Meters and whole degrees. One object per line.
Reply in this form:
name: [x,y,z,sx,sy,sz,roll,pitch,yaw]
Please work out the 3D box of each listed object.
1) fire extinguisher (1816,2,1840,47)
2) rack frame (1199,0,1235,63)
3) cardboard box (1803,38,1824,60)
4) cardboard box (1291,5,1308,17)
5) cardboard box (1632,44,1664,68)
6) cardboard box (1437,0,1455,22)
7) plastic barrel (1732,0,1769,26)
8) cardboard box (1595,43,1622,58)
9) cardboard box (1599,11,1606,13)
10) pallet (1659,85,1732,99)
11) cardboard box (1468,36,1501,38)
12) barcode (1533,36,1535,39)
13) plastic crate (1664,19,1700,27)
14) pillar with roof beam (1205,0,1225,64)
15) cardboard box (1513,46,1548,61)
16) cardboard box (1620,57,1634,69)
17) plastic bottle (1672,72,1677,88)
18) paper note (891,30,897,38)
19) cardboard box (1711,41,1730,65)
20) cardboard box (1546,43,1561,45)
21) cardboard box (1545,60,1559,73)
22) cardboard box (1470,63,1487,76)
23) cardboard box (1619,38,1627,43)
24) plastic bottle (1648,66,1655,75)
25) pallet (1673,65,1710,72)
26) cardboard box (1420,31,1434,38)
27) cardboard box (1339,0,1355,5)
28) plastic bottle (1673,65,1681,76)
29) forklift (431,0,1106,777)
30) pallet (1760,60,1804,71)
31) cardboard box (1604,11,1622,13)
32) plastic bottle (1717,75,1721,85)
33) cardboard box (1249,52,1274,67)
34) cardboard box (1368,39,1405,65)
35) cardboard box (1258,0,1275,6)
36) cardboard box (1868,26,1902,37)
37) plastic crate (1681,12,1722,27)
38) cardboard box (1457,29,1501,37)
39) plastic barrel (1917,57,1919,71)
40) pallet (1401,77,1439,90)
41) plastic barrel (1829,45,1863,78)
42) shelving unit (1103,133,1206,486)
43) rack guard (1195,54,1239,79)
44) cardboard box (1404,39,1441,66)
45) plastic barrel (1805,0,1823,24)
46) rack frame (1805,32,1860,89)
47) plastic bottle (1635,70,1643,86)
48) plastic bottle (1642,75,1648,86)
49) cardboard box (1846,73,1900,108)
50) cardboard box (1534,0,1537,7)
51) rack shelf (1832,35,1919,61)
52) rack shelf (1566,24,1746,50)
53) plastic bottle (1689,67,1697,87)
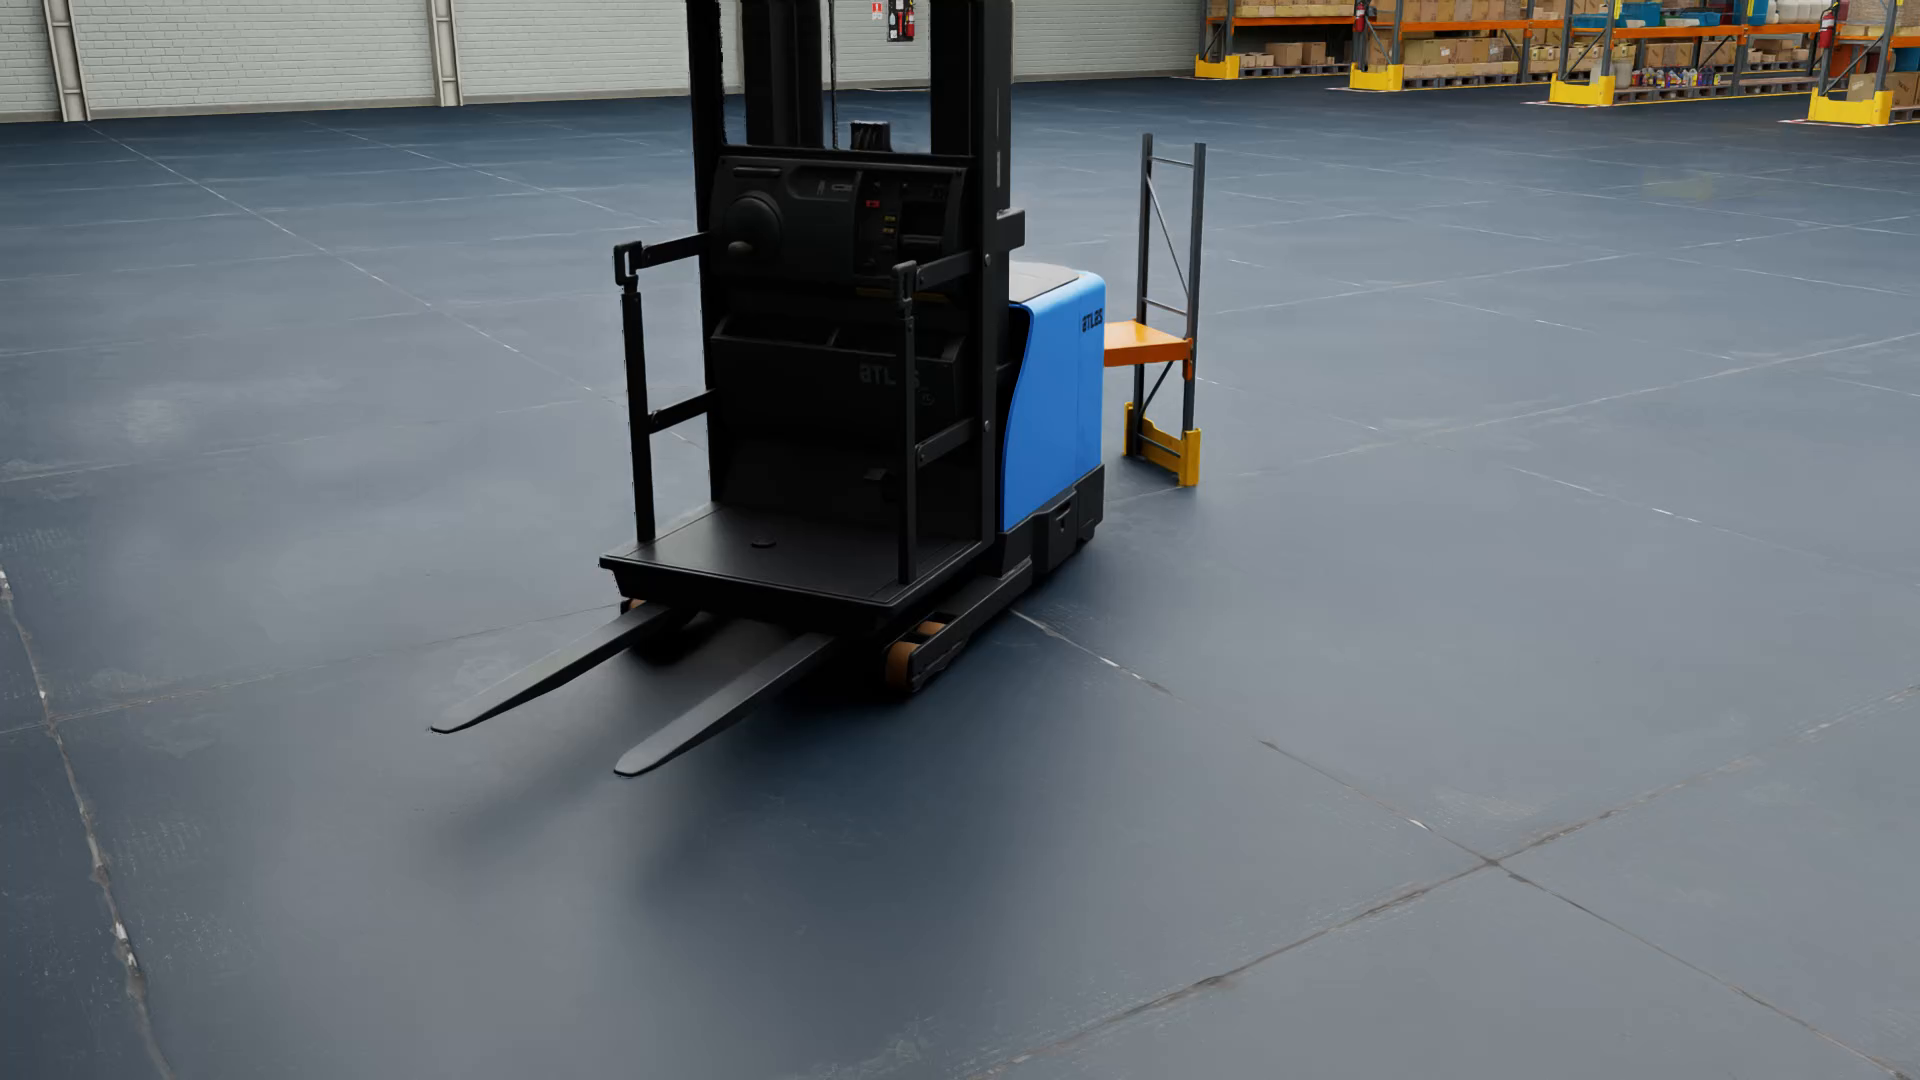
fire extinguisher: [13.632,-8.092,26.119,0.183,0.674,0.296,-12,22,-31]
rack frame: [5.808,-12.001,37.559,0.127,3.000,1.000,-12,22,-31]
cardboard box: [21.580,-12.357,41.829,0.500,0.500,0.500,-12,22,-31]
cardboard box: [7.668,-12.212,38.387,0.500,0.250,0.500,-12,22,-31]
cardboard box: [15.754,-11.114,38.150,0.500,0.500,0.500,-11,22,-29]
cardboard box: [9.786,-10.982,34.390,0.500,0.500,0.700,-12,22,-31]
plastic barrel: [15.087,-10.280,31.686,0.708,0.901,0.600,-12,22,-31]
cardboard box: [14.485,-10.996,37.349,0.500,0.311,0.500,-12,22,-32]
cardboard box: [14.183,-11.727,37.141,0.250,0.149,0.380,-10,21,-27]
pallet: [14.014,-8.627,31.934,1.213,0.211,1.003,-12,22,-31]
cardboard box: [11.317,-10.635,35.985,0.500,0.500,0.500,-12,22,-31]
barcode: [12.318,-10.794,35.705,0.075,0.075,0.001,-12,22,-31]
plastic crate: [13.381,-9.577,30.800,0.437,0.136,0.530,-12,22,-31]
pillar with roof beam: [8.285,-14.046,34.241,0.400,9.000,9.100,-12,22,-31]
cardboard box: [12.359,-10.549,36.027,0.500,0.311,0.500,-12,22,-31]
cardboard box: [14.912,-10.824,37.716,0.500,0.250,0.500,-11,22,-30]
plastic bottle: [13.312,-8.581,31.016,0.097,0.271,0.097,0,19,0]
paper note: [-1.365,-10.444,34.328,0.142,0.148,0.016,-12,22,-31]
cardboard box: [17.886,-11.566,39.489,0.500,0.500,0.500,-12,22,-31]
cardboard box: [13.328,-10.959,37.240,0.500,0.311,0.500,-12,22,-32]
cardboard box: [12.777,-10.372,36.378,0.500,0.250,0.500,-11,22,-30]
cardboard box: [10.777,-9.960,35.159,0.500,0.250,0.500,-12,22,-31]
cardboard box: [17.804,-13.507,45.261,0.500,0.500,0.700,-13,22,-33]
plastic bottle: [13.182,-8.870,31.746,0.185,0.351,0.144,-12,22,-32]
pallet: [16.879,-11.099,39.247,1.213,0.211,1.003,-12,22,-31]
cardboard box: [11.406,-12.565,41.273,0.500,0.250,0.500,-11,22,-30]
cardboard box: [8.924,-12.833,39.053,0.500,0.500,0.500,-12,22,-32]
plastic bottle: [13.774,-8.939,31.952,0.185,0.351,0.144,-12,22,-31]
forklift: [-0.501,-1.058,5.298,1.130,2.935,3.031,9,20,24]
pallet: [20.152,-11.806,41.337,1.213,0.211,1.003,-12,22,-31]
cardboard box: [14.618,-11.734,37.163,0.250,0.149,0.380,-12,22,-31]
plastic bottle: [14.466,-8.791,31.747,0.097,0.201,0.097,0,19,0]
cardboard box: [6.912,-11.134,38.505,0.500,0.311,0.500,-10,21,-27]
cardboard box: [8.820,-10.102,34.409,0.500,0.500,0.500,-12,22,-31]
cardboard box: [6.790,-12.383,37.720,0.500,0.500,0.500,-12,22,-31]
cardboard box: [14.350,-7.893,25.802,0.250,0.149,0.380,-12,22,-31]
plastic crate: [13.823,-9.717,31.037,0.616,0.251,0.499,-12,22,-31]
cardboard box: [13.176,-12.685,42.283,0.750,0.750,0.750,-12,22,-32]
plastic barrel: [20.815,-10.578,35.971,0.708,0.901,0.600,-12,22,-31]
pallet: [9.151,-9.501,34.520,1.213,0.211,1.003,-12,22,-31]
plastic barrel: [18.337,-10.022,34.437,0.708,0.830,0.600,-12,22,-31]
shelving unit: [0.471,-0.981,7.304,1.083,1.500,0.587,-8,20,-22]
rack guard: [5.872,-10.830,37.999,0.348,0.500,1.175,-12,22,-31]
cardboard box: [9.522,-10.052,34.260,0.500,0.500,0.500,-12,22,-31]
plastic barrel: [16.845,-10.500,32.946,0.421,0.512,0.421,0,19,0]
rack frame: [17.938,-10.760,33.889,0.127,3.000,1.000,-12,22,-31]
plastic bottle: [12.834,-8.722,31.414,0.133,0.283,0.061,-12,22,-31]
plastic bottle: [12.975,-8.706,31.495,0.097,0.201,0.097,0,19,0]
cardboard box: [14.512,-7.146,26.447,0.500,0.500,0.500,-8,20,-21]
cardboard box: [14.738,-13.985,42.776,0.500,0.500,0.500,-12,22,-31]
rack shelf: [15.651,-8.038,26.959,4.000,0.370,1.077,-12,22,-31]
rack shelf: [12.927,-9.362,30.878,4.000,0.370,1.077,-12,22,-31]
plastic bottle: [13.788,-8.728,31.326,0.185,0.351,0.144,-12,22,-32]
